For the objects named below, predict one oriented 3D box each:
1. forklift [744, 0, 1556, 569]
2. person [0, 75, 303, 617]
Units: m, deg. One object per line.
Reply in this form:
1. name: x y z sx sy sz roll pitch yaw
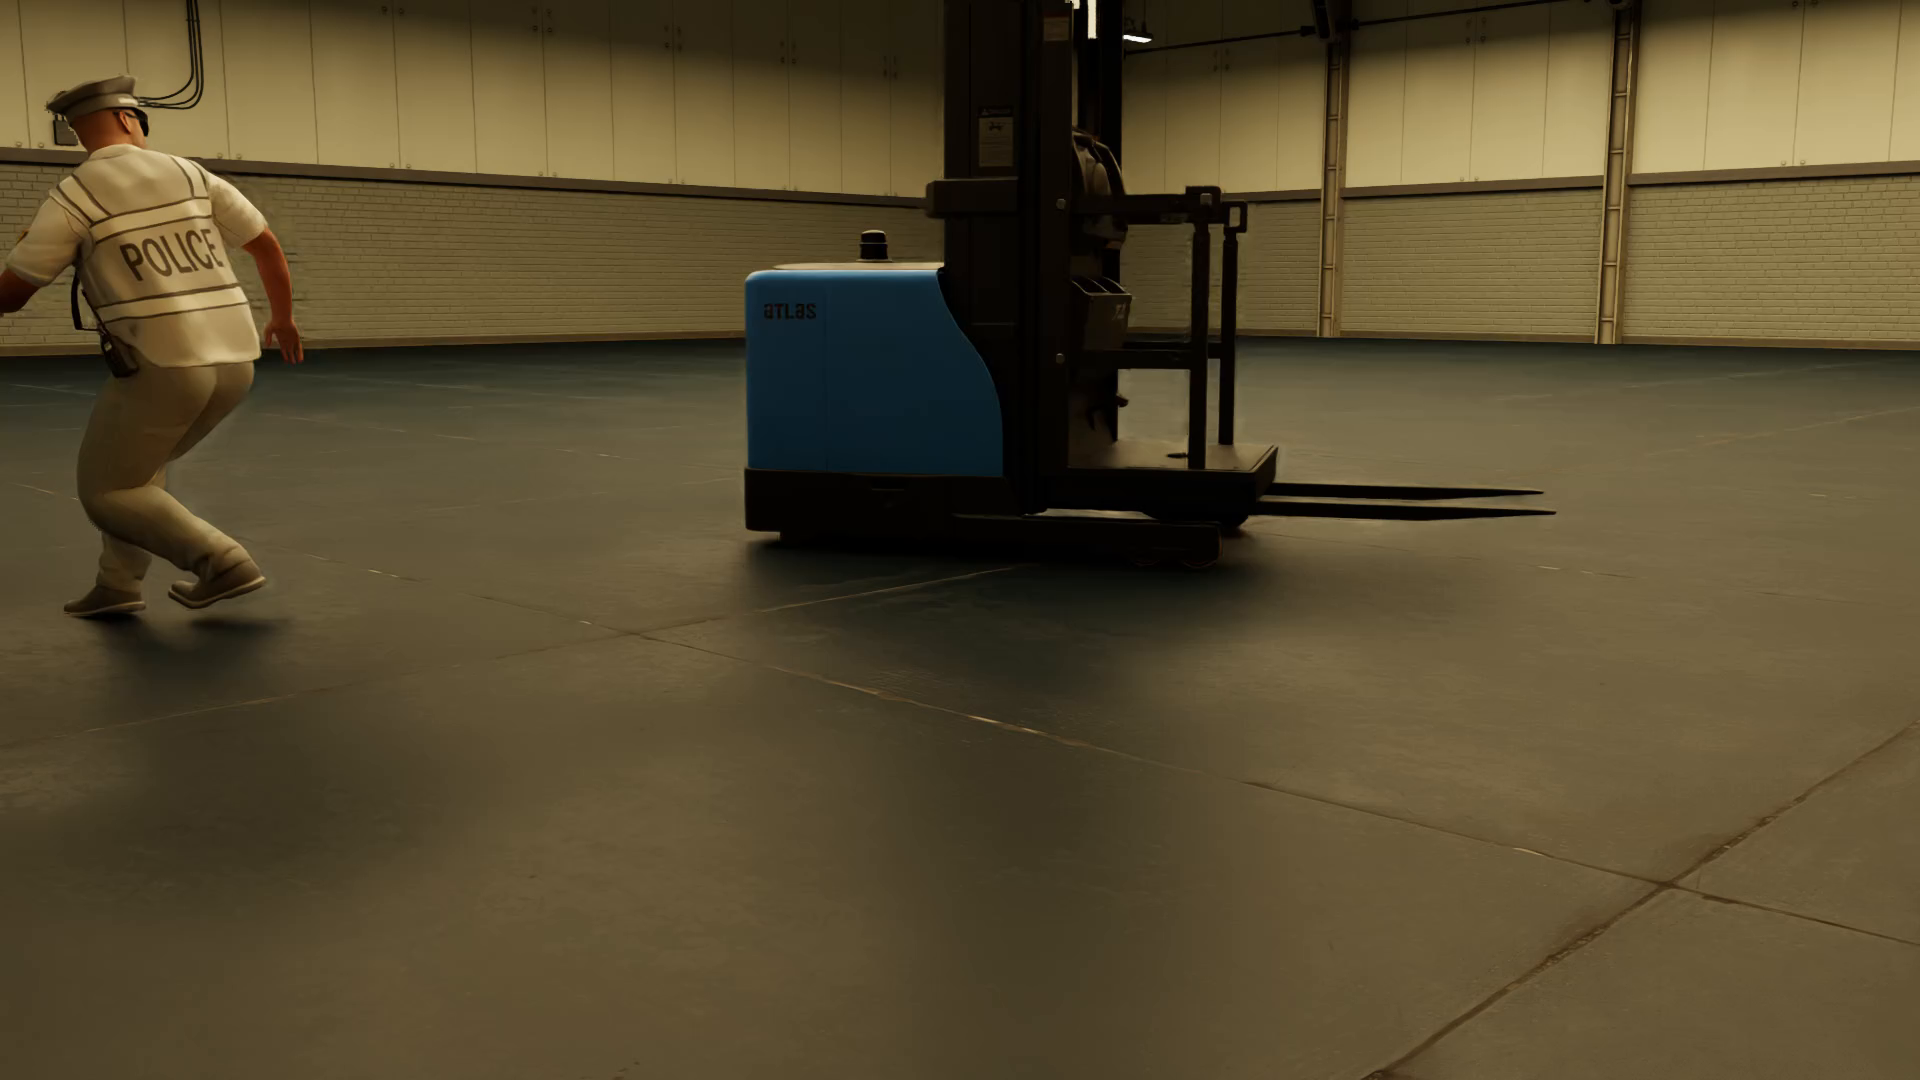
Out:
1. forklift: 0.728 -1.433 6.389 3.031 2.935 1.130 2 9 15
2. person: -2.488 -0.574 5.129 0.863 1.642 0.873 4 9 23
